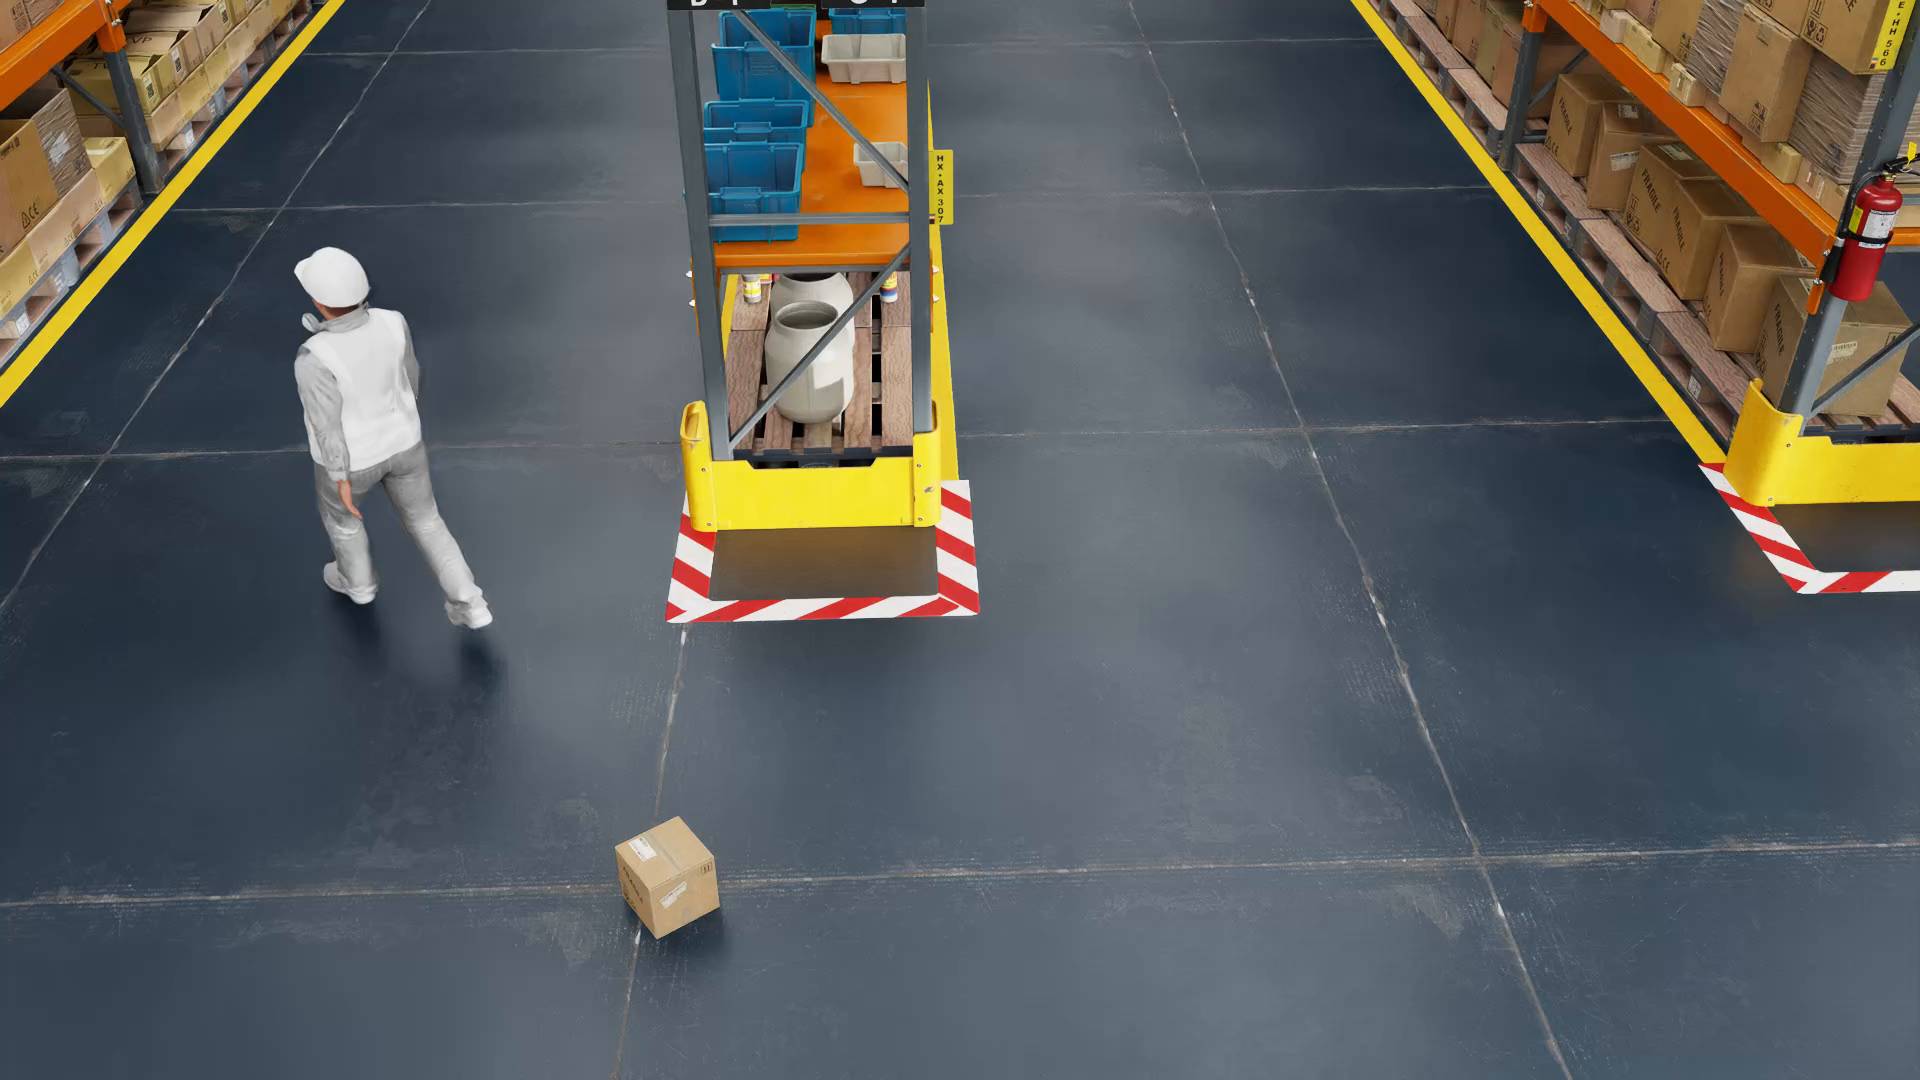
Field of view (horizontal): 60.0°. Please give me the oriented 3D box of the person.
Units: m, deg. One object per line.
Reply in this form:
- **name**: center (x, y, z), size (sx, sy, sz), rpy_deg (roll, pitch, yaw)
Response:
- **person**: center (-2.371, -0.398, 6.694), size (0.969, 1.733, 0.539), rpy_deg (28, 44, 34)
